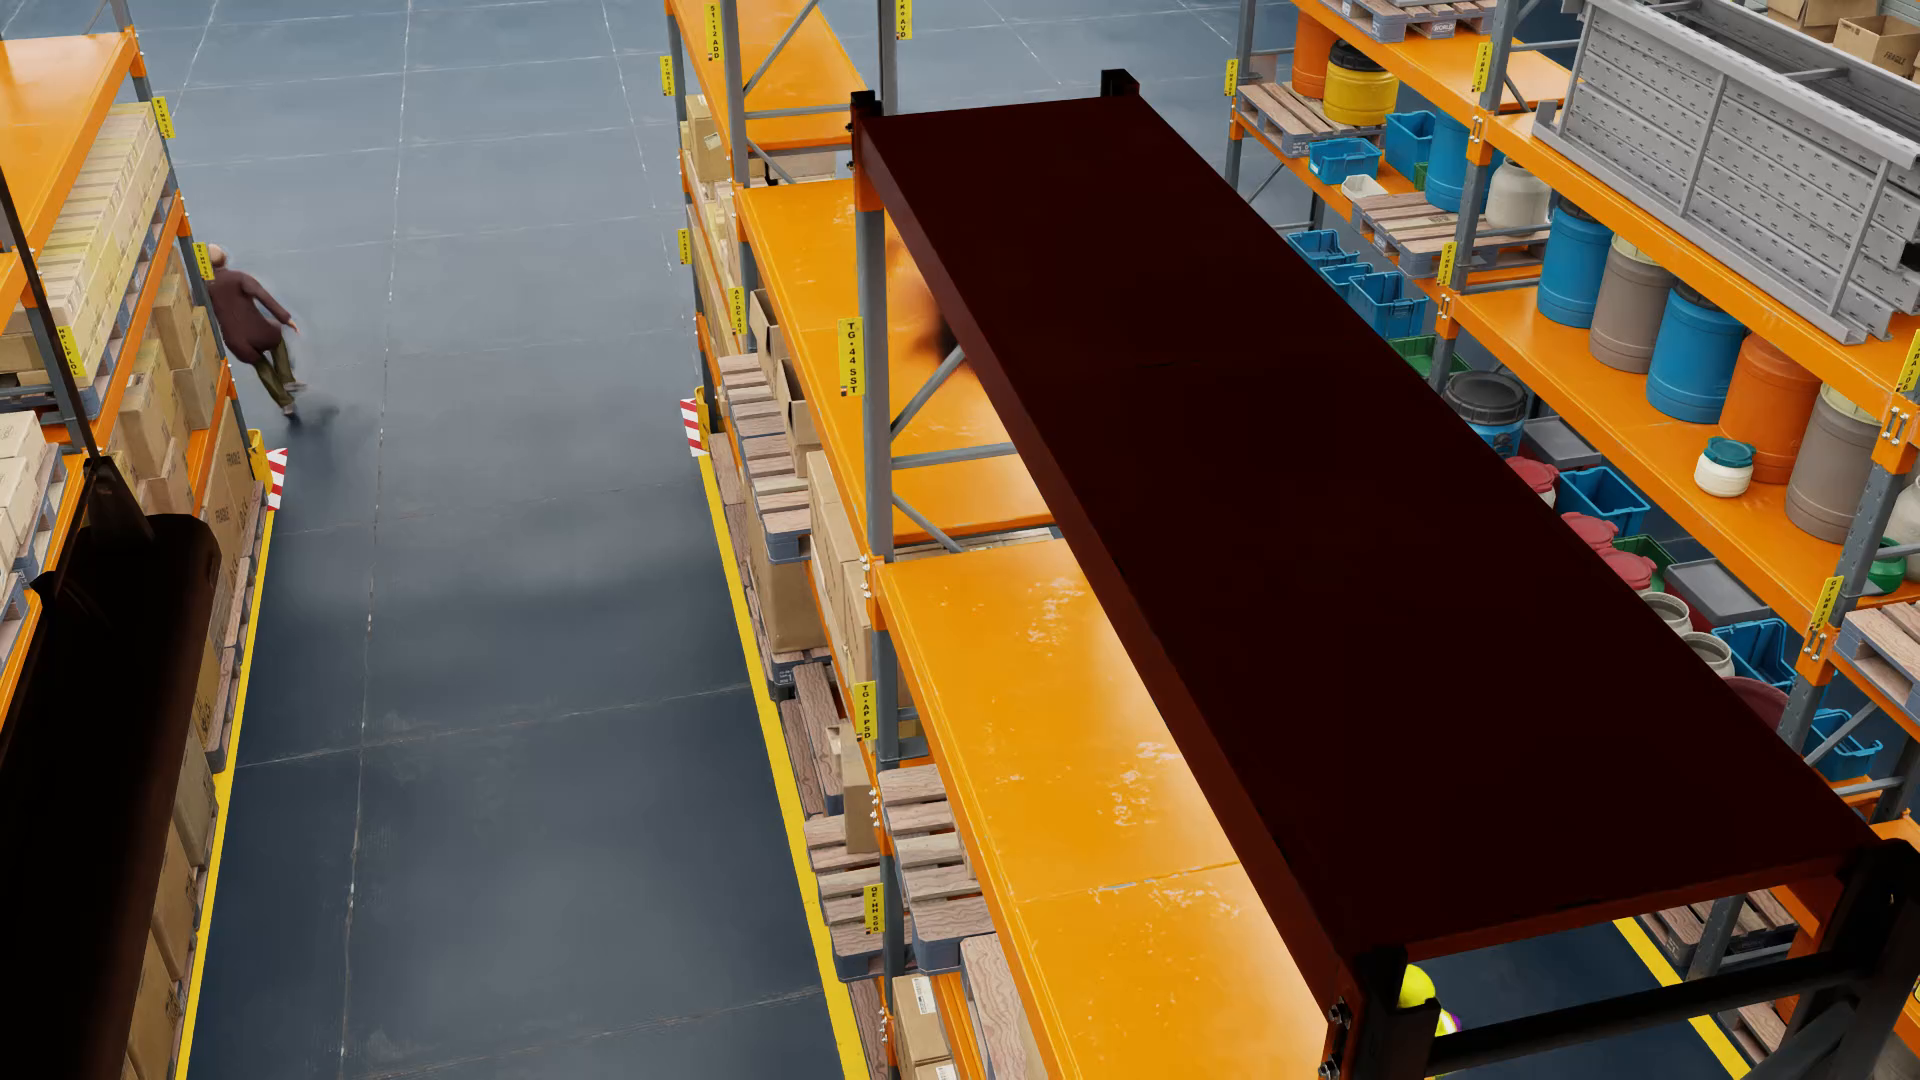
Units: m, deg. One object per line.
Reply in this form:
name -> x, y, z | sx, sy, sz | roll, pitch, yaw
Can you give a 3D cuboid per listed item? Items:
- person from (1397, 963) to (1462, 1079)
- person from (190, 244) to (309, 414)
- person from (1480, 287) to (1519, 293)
person -> 2.103, 2.772, 8.183 | 0.665, 1.799, 0.831 | -8, 35, -11
person -> -6.658, -1.987, 15.542 | 0.879, 1.695, 0.735 | -13, 37, -18
person -> 5.413, -2.738, 16.790 | 0.953, 1.482, 0.741 | -8, 35, -12
